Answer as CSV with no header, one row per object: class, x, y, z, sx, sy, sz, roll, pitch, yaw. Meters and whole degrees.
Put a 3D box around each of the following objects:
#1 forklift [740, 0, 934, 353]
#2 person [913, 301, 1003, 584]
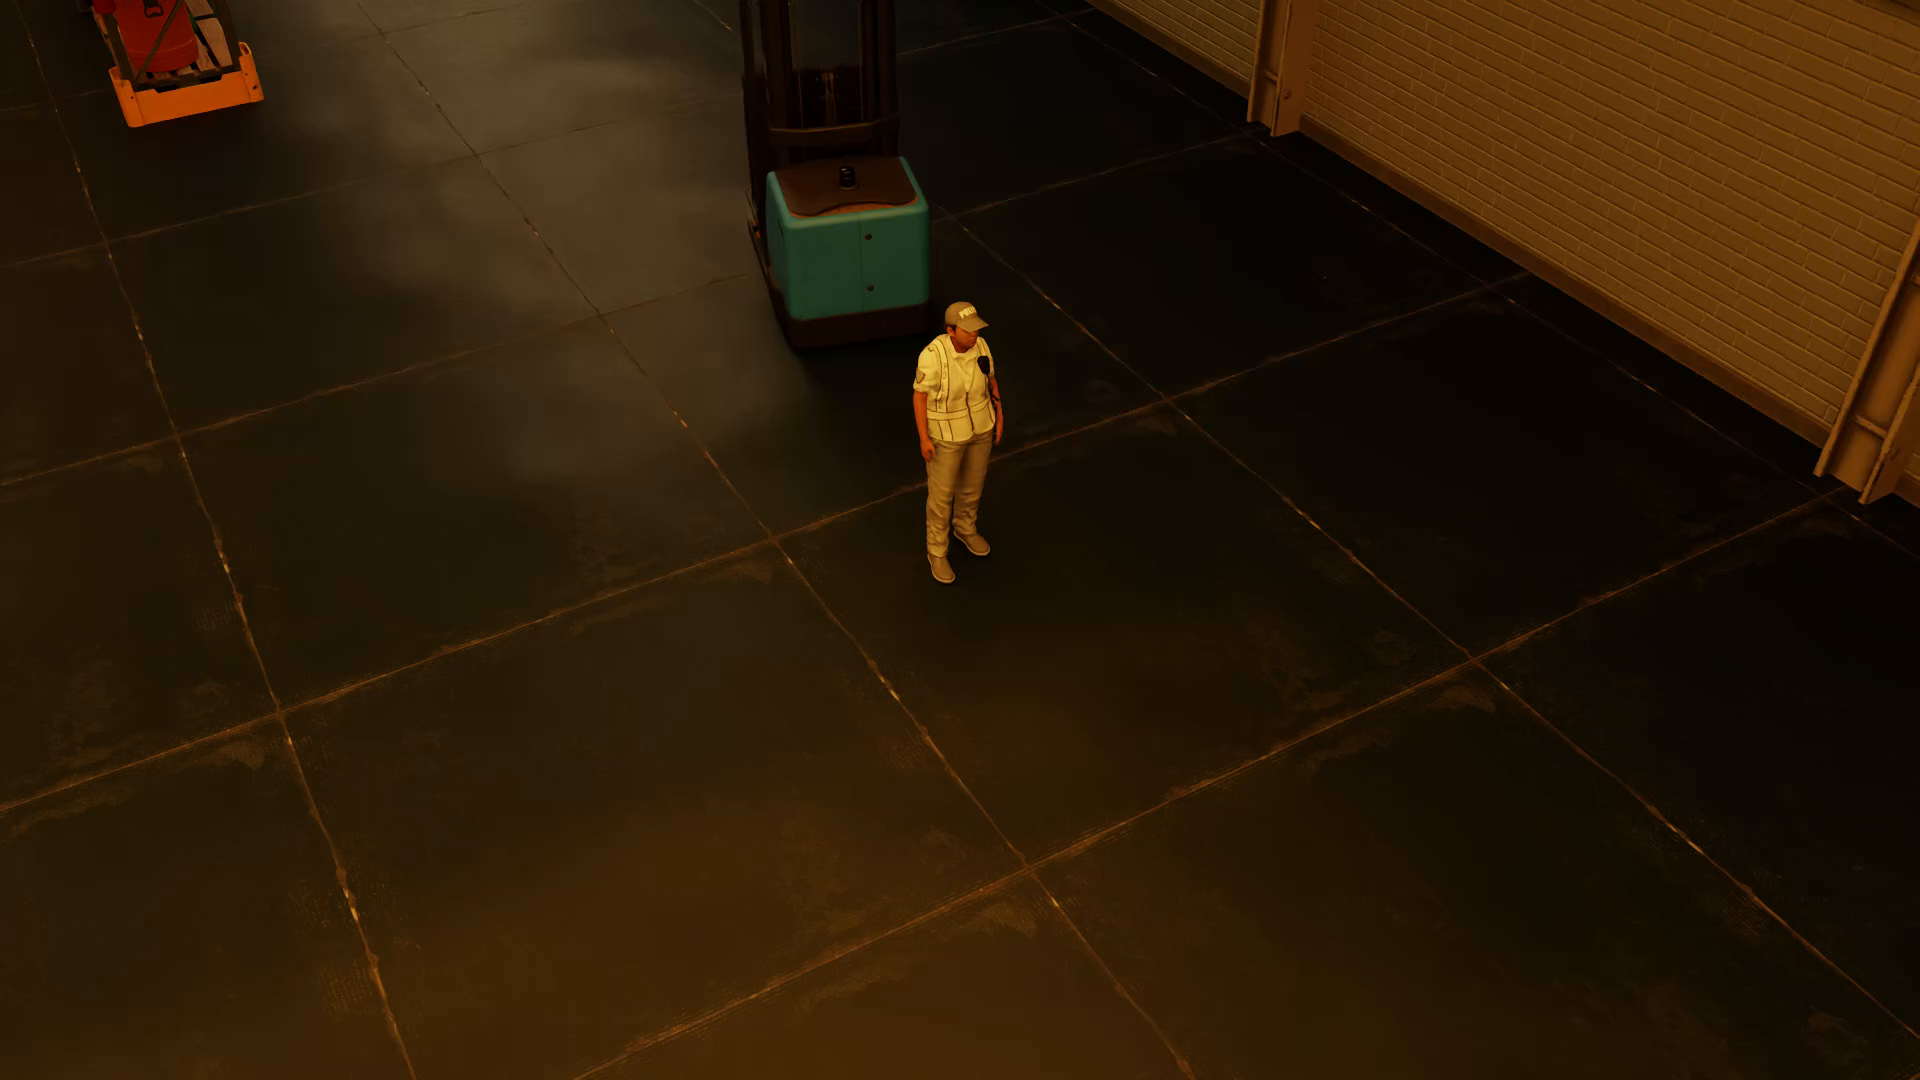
forklift,-1.046,-3.408,12.145,1.130,2.935,3.031,-9,41,-11
person,0.018,-0.597,9.735,0.598,1.670,0.529,-20,44,-23
